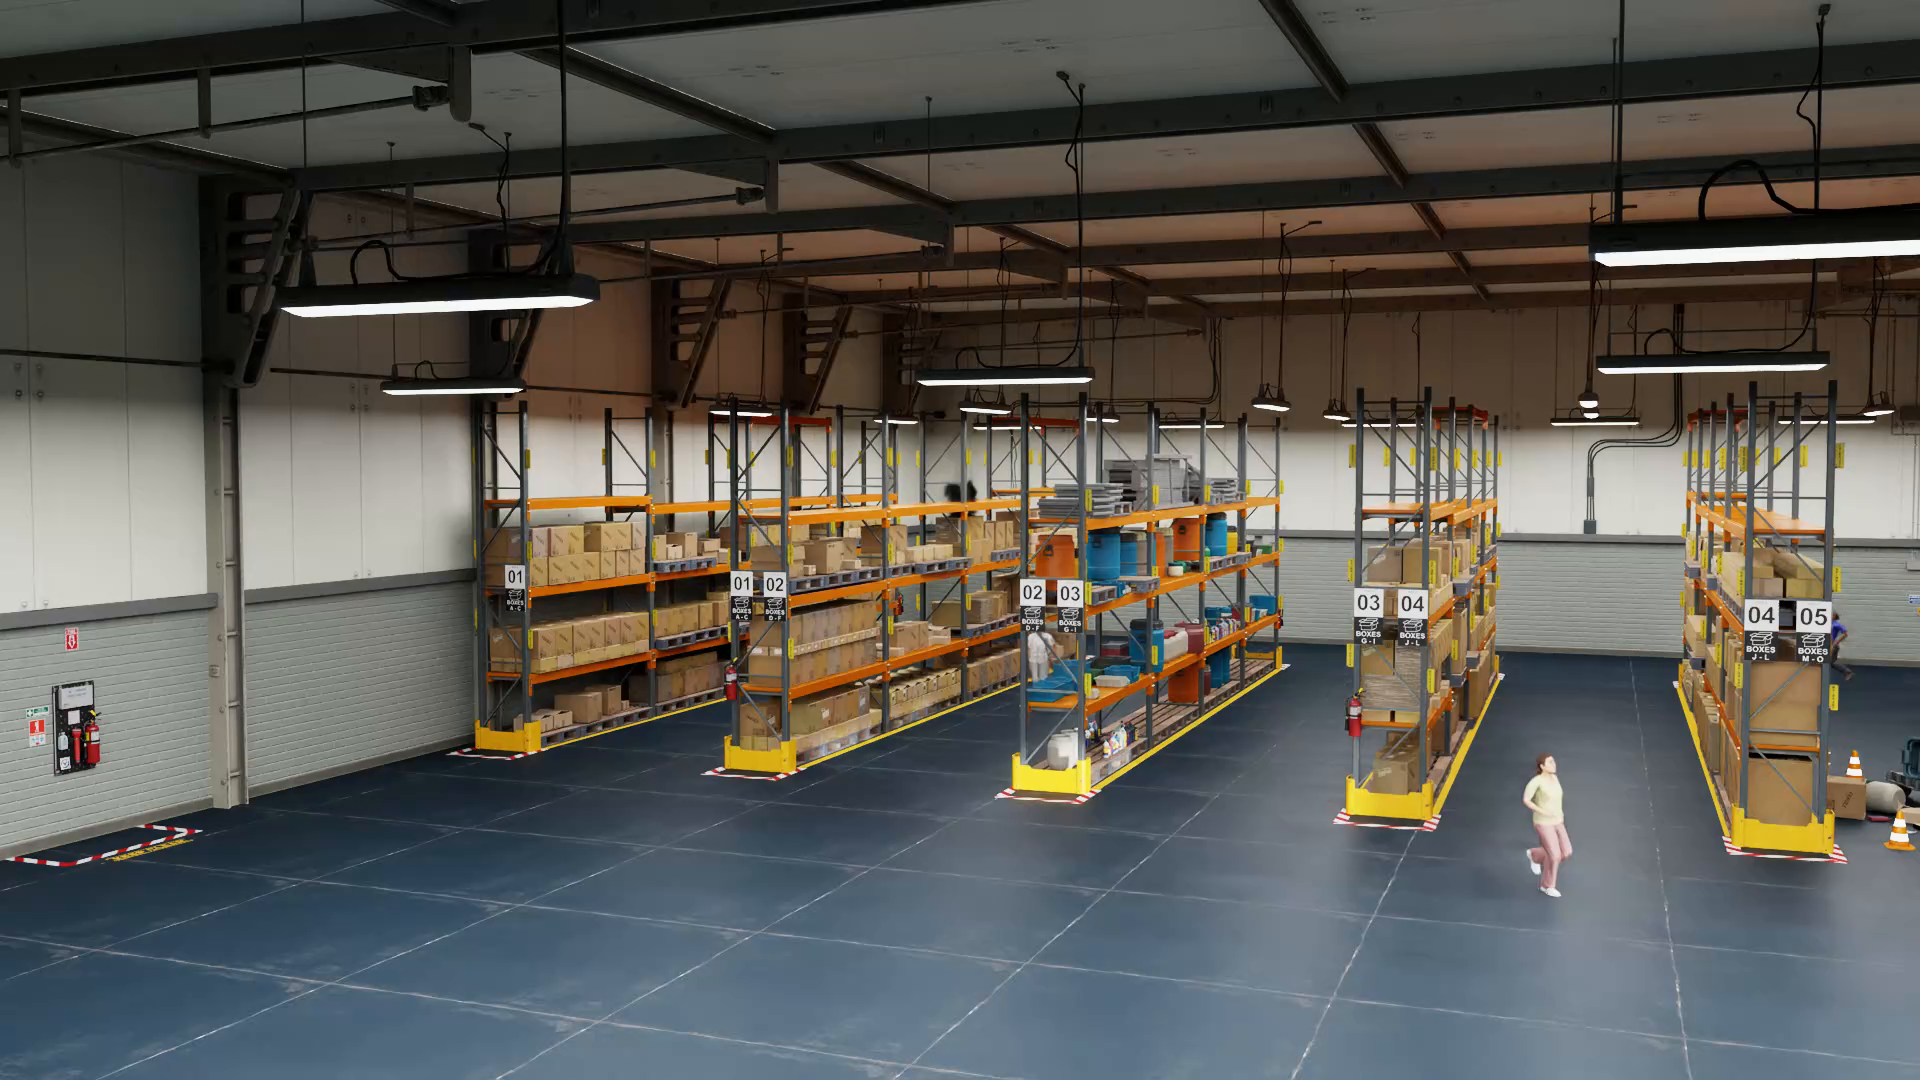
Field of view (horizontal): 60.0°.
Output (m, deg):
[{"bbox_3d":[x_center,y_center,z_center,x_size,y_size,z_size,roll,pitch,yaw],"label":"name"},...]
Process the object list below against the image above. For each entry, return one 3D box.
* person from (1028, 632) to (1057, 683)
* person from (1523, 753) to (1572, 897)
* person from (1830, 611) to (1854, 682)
[{"bbox_3d":[1.519,2.395,32.060,0.604,1.698,0.581,1,3,16],"label":"person"},{"bbox_3d":[6.741,3.262,19.192,0.621,1.629,0.568,-2,3,-33],"label":"person"},{"bbox_3d":[19.219,2.389,36.613,0.921,1.645,0.555,1,3,12],"label":"person"}]
